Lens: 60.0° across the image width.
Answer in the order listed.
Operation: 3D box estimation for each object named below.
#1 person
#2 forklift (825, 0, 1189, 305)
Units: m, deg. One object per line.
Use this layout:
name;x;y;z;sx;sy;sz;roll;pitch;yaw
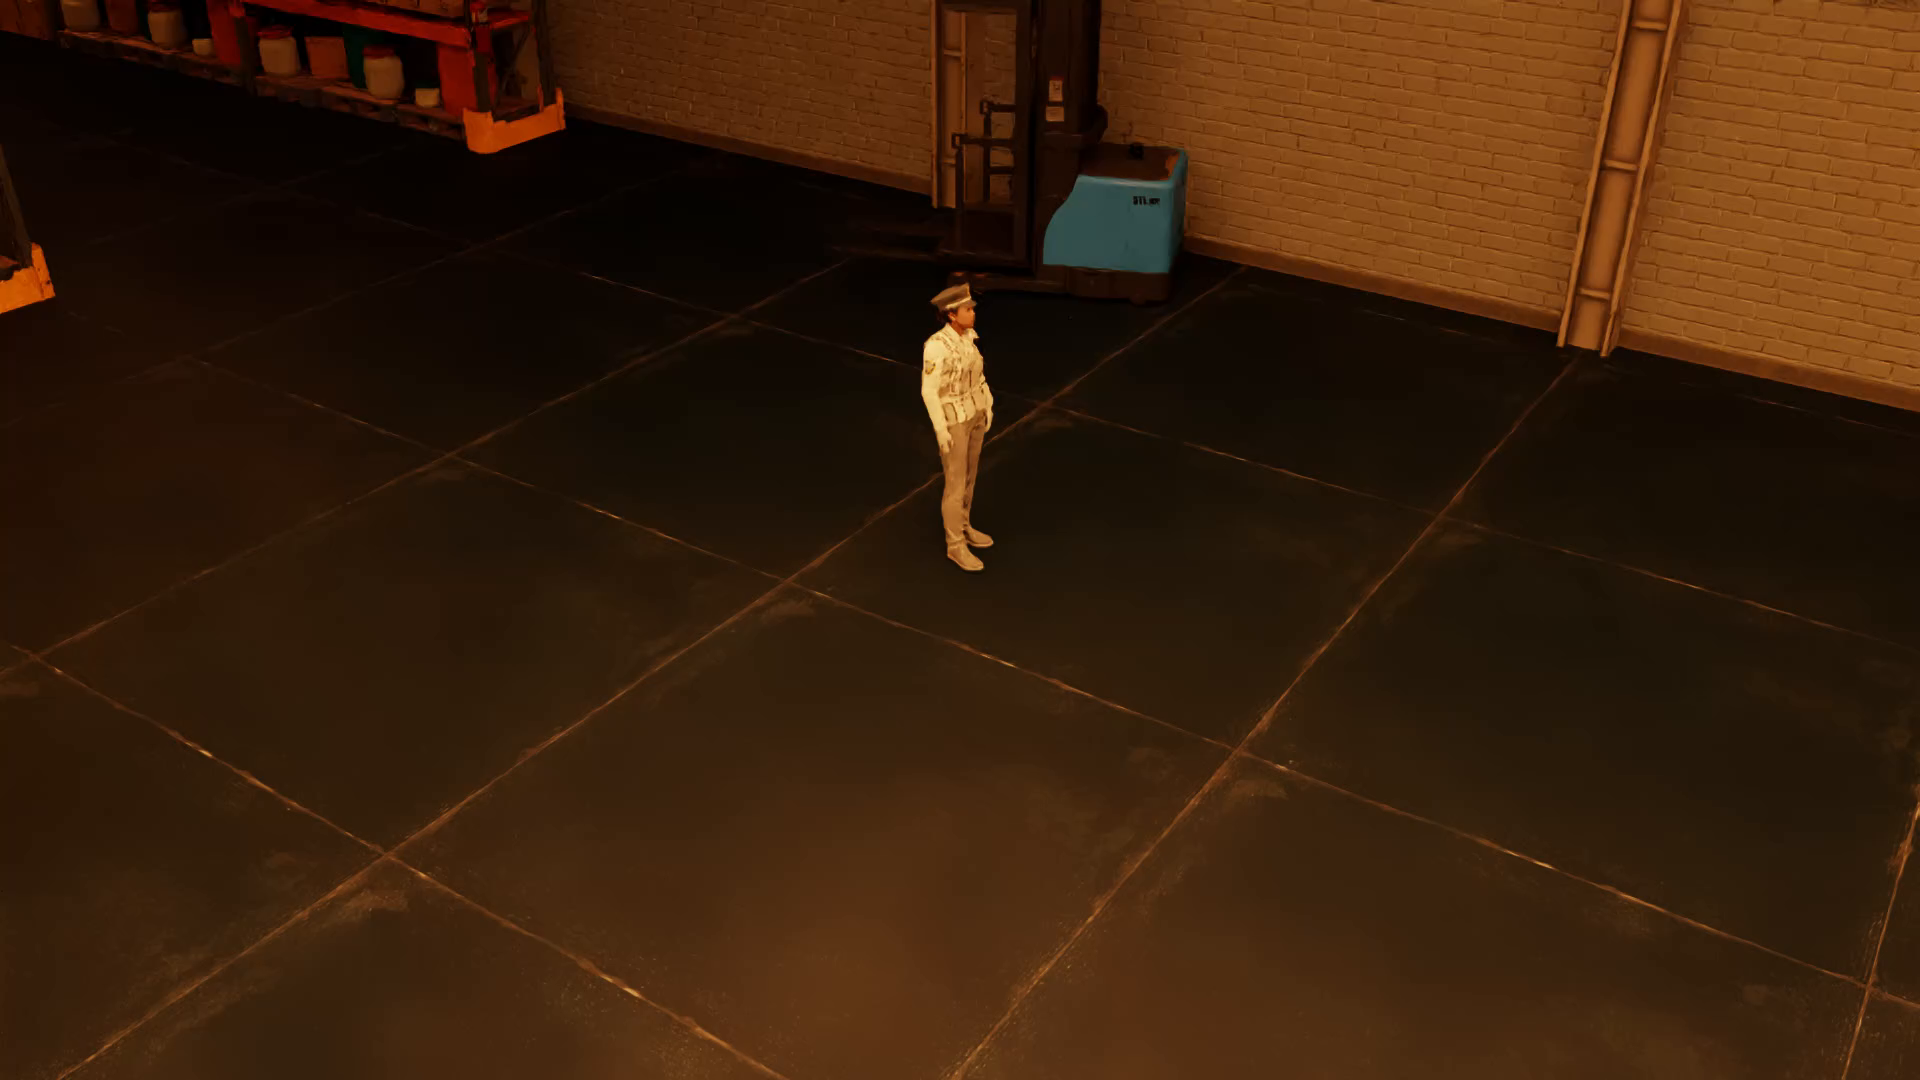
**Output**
person;0.052;-0.718;10.033;0.532;1.695;0.586;19;35;29
forklift;0.374;-3.605;13.789;3.031;2.935;1.130;7;31;12
